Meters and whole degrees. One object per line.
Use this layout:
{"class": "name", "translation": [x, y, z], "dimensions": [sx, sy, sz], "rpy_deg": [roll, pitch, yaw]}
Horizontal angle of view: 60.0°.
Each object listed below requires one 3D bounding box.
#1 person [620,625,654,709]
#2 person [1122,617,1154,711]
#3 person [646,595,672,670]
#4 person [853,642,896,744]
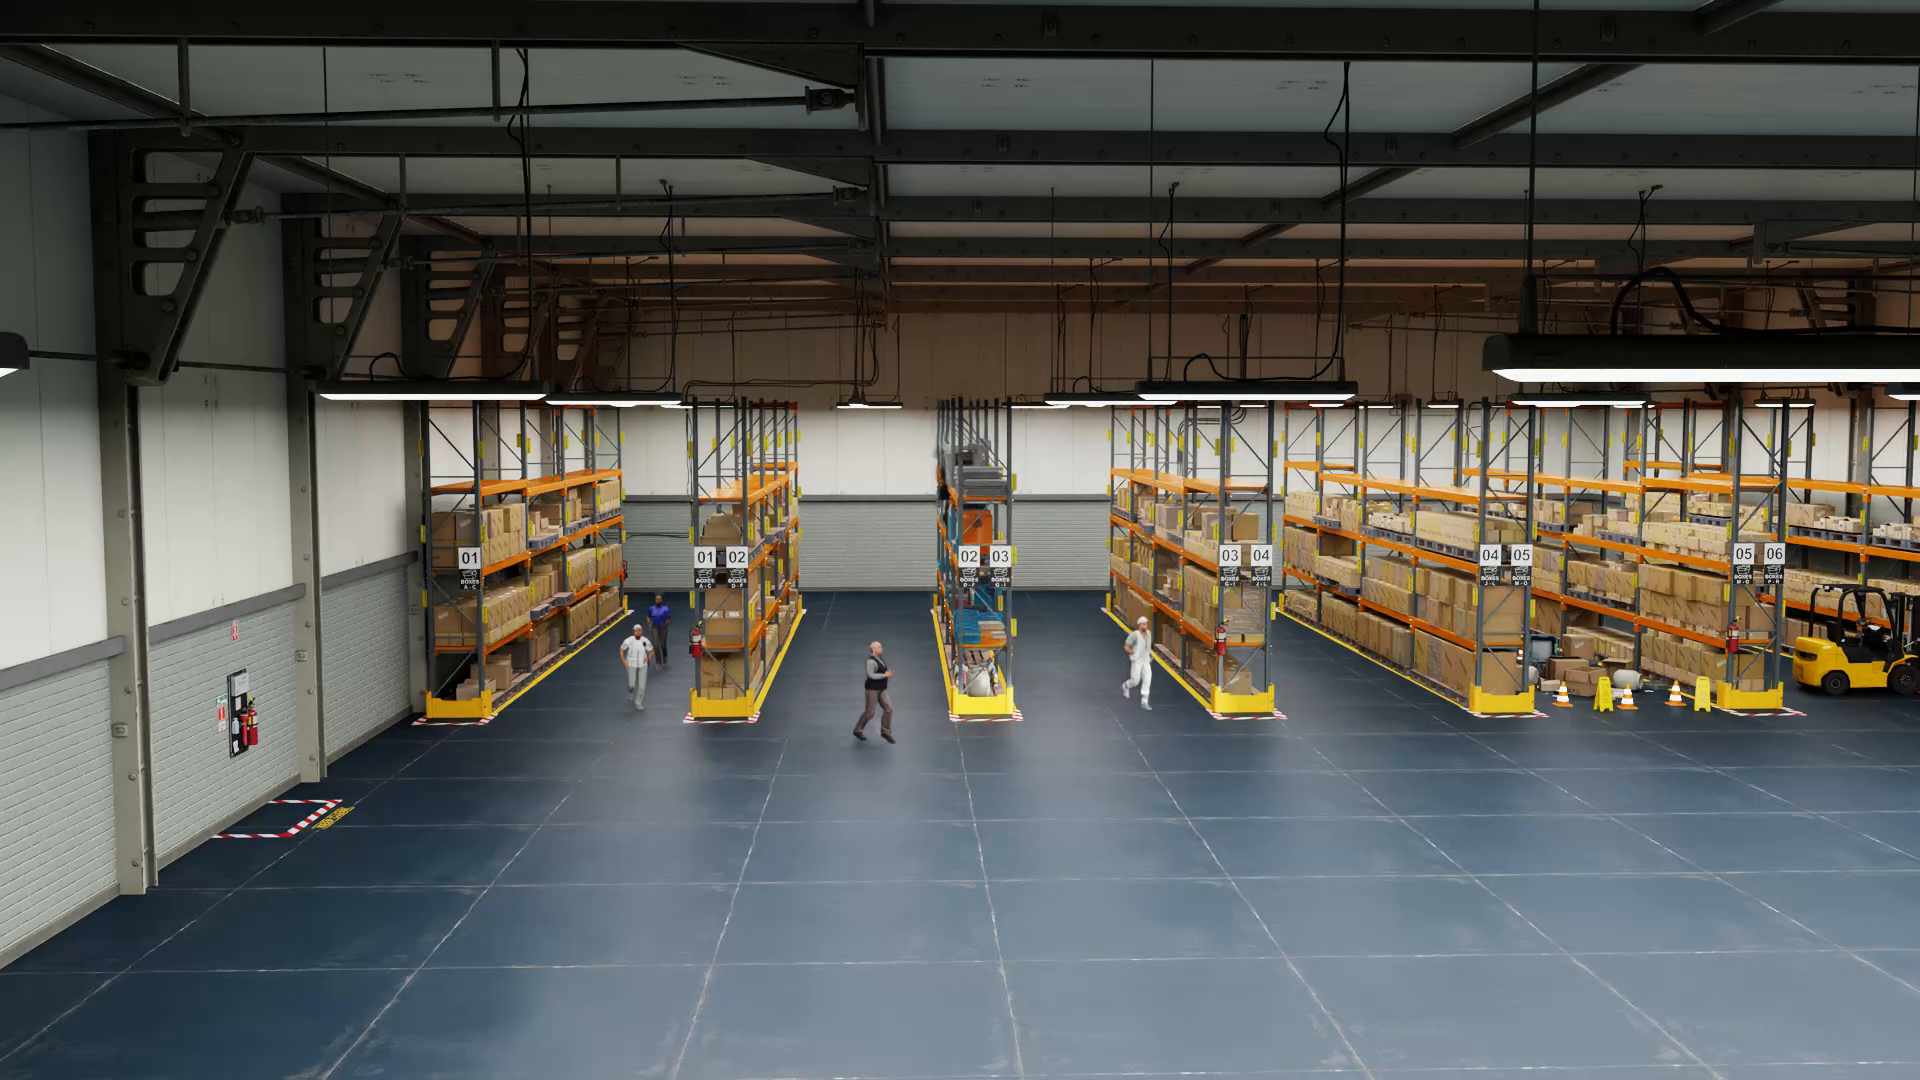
{"class": "person", "translation": [-6.217, 2.442, 32.056], "dimensions": [0.657, 1.626, 0.530], "rpy_deg": [-1, 5, -15]}
{"class": "person", "translation": [3.466, 2.358, 32.199], "dimensions": [0.683, 1.772, 0.964], "rpy_deg": [-3, 5, -31]}
{"class": "person", "translation": [-6.727, 2.040, 37.161], "dimensions": [0.585, 1.650, 0.727], "rpy_deg": [0, 4, -4]}
{"class": "person", "translation": [-1.474, 2.625, 28.706], "dimensions": [0.786, 1.751, 0.671], "rpy_deg": [2, 5, 23]}
